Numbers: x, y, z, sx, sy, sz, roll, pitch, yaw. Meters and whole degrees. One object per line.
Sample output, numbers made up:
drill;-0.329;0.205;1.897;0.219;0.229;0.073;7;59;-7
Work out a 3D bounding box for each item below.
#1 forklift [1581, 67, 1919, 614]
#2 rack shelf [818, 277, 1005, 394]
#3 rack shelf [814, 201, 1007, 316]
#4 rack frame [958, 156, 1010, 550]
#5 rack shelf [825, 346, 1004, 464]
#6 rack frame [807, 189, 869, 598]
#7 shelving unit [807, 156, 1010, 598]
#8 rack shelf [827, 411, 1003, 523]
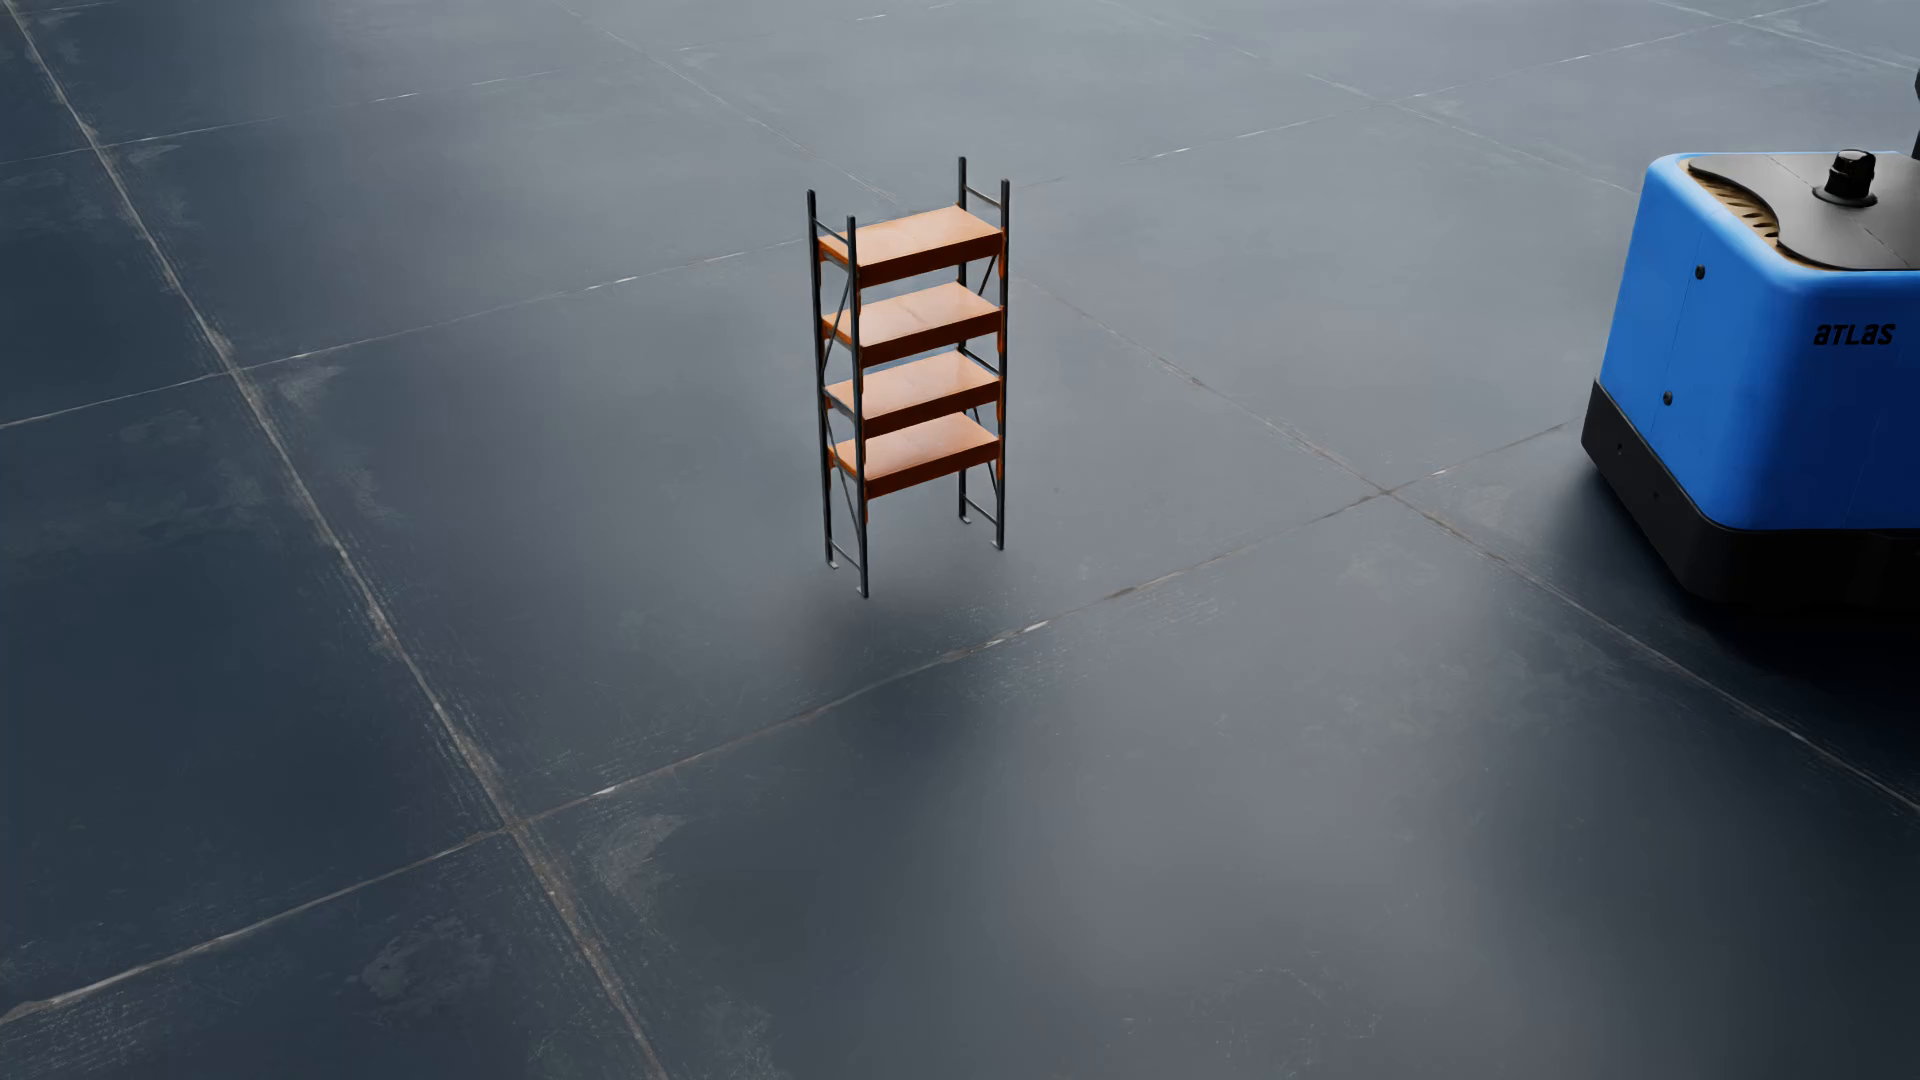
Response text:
forklift;3.629;-1.297;4.559;3.031;2.935;1.130;-1;32;-1
rack shelf;-0.139;-0.592;4.771;0.480;0.148;0.258;-19;37;-27
rack shelf;-0.139;-0.792;4.644;0.480;0.148;0.258;-19;37;-27
rack frame;0.066;-0.530;4.966;0.015;1.200;0.240;-19;37;-27
rack shelf;-0.139;-0.403;4.890;0.480;0.148;0.258;-19;37;-27
rack frame;-0.344;-0.389;4.742;0.015;1.200;0.240;-19;37;-27
shelving unit;-0.139;-0.460;4.854;0.503;1.200;0.258;-19;37;-27
rack shelf;-0.139;-0.235;4.996;0.480;0.148;0.258;-19;37;-27
